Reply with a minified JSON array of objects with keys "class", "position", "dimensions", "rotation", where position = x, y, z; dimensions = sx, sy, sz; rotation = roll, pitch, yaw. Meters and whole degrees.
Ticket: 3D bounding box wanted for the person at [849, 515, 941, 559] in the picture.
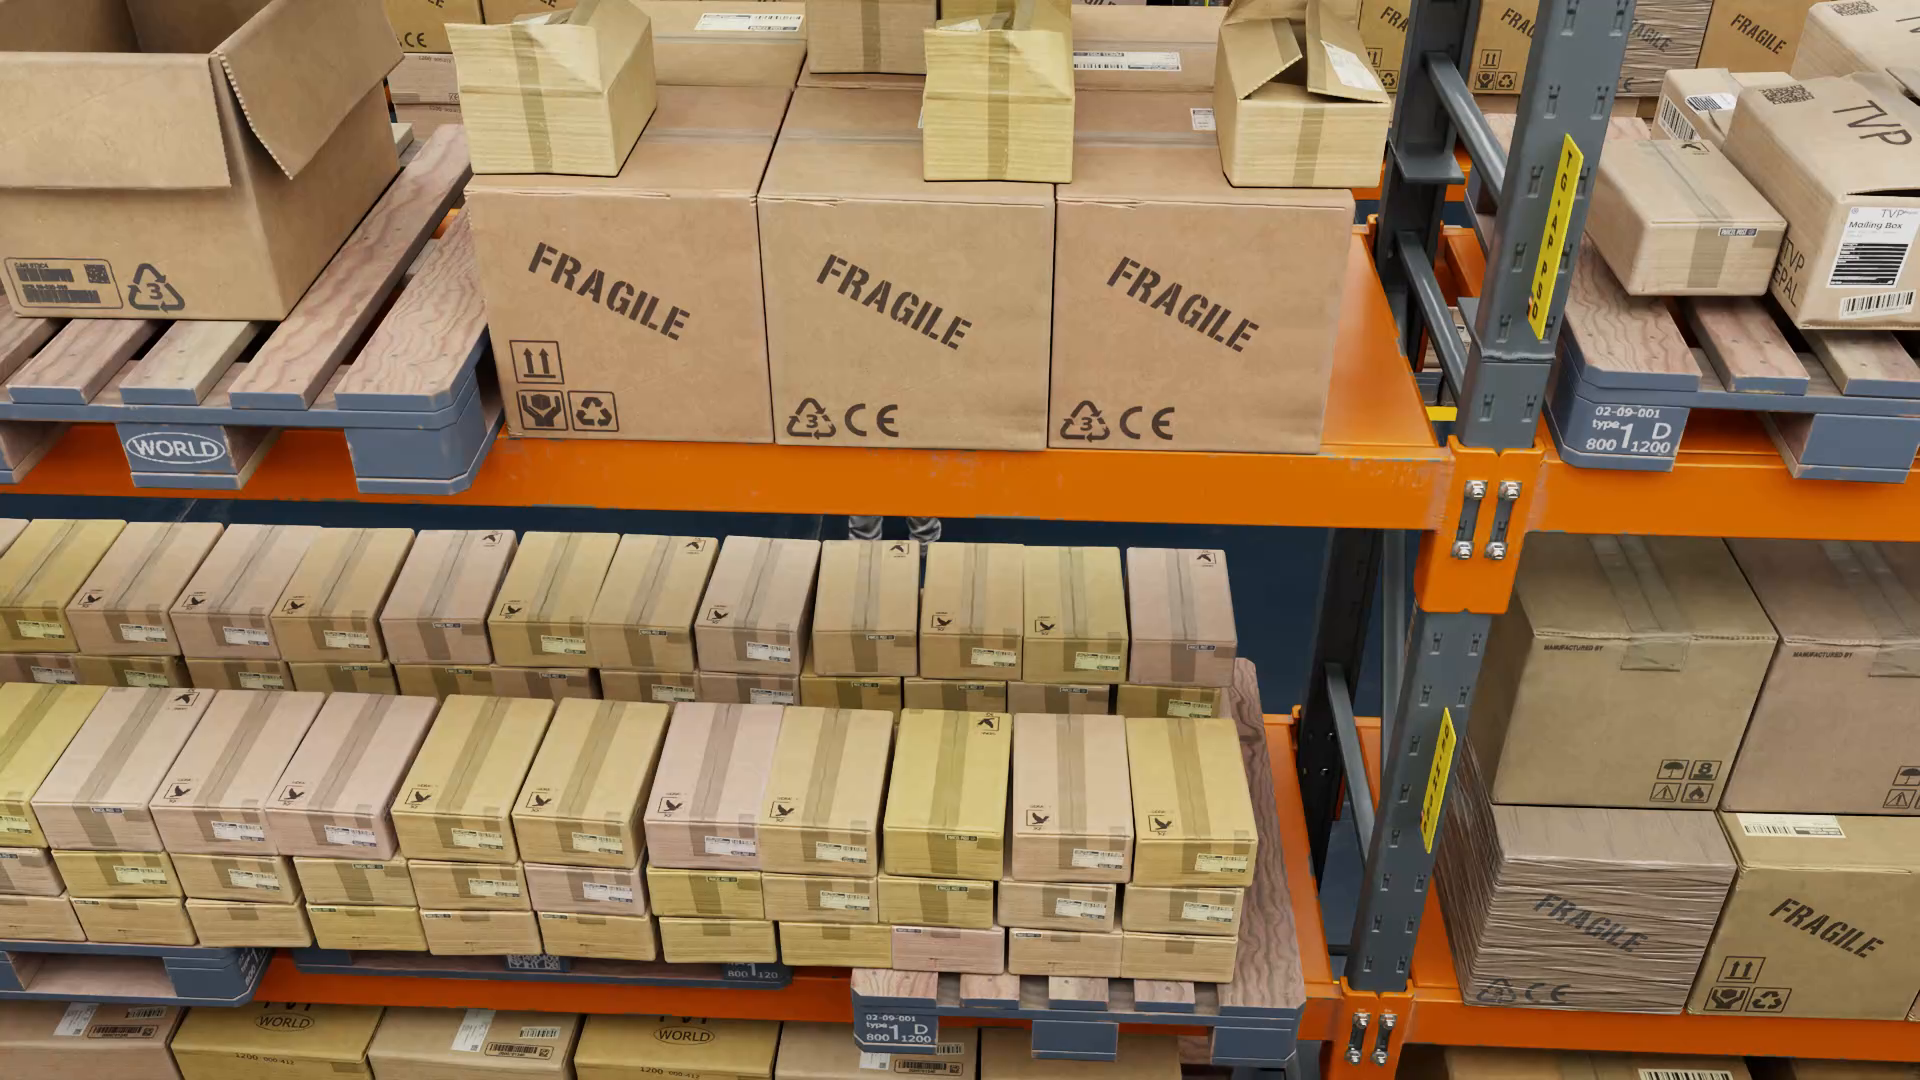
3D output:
[{"class":"person","position":[-0.309,-0.712,7.142],"dimensions":[0.546,1.793,0.361],"rotation":[2,35,3]}]
